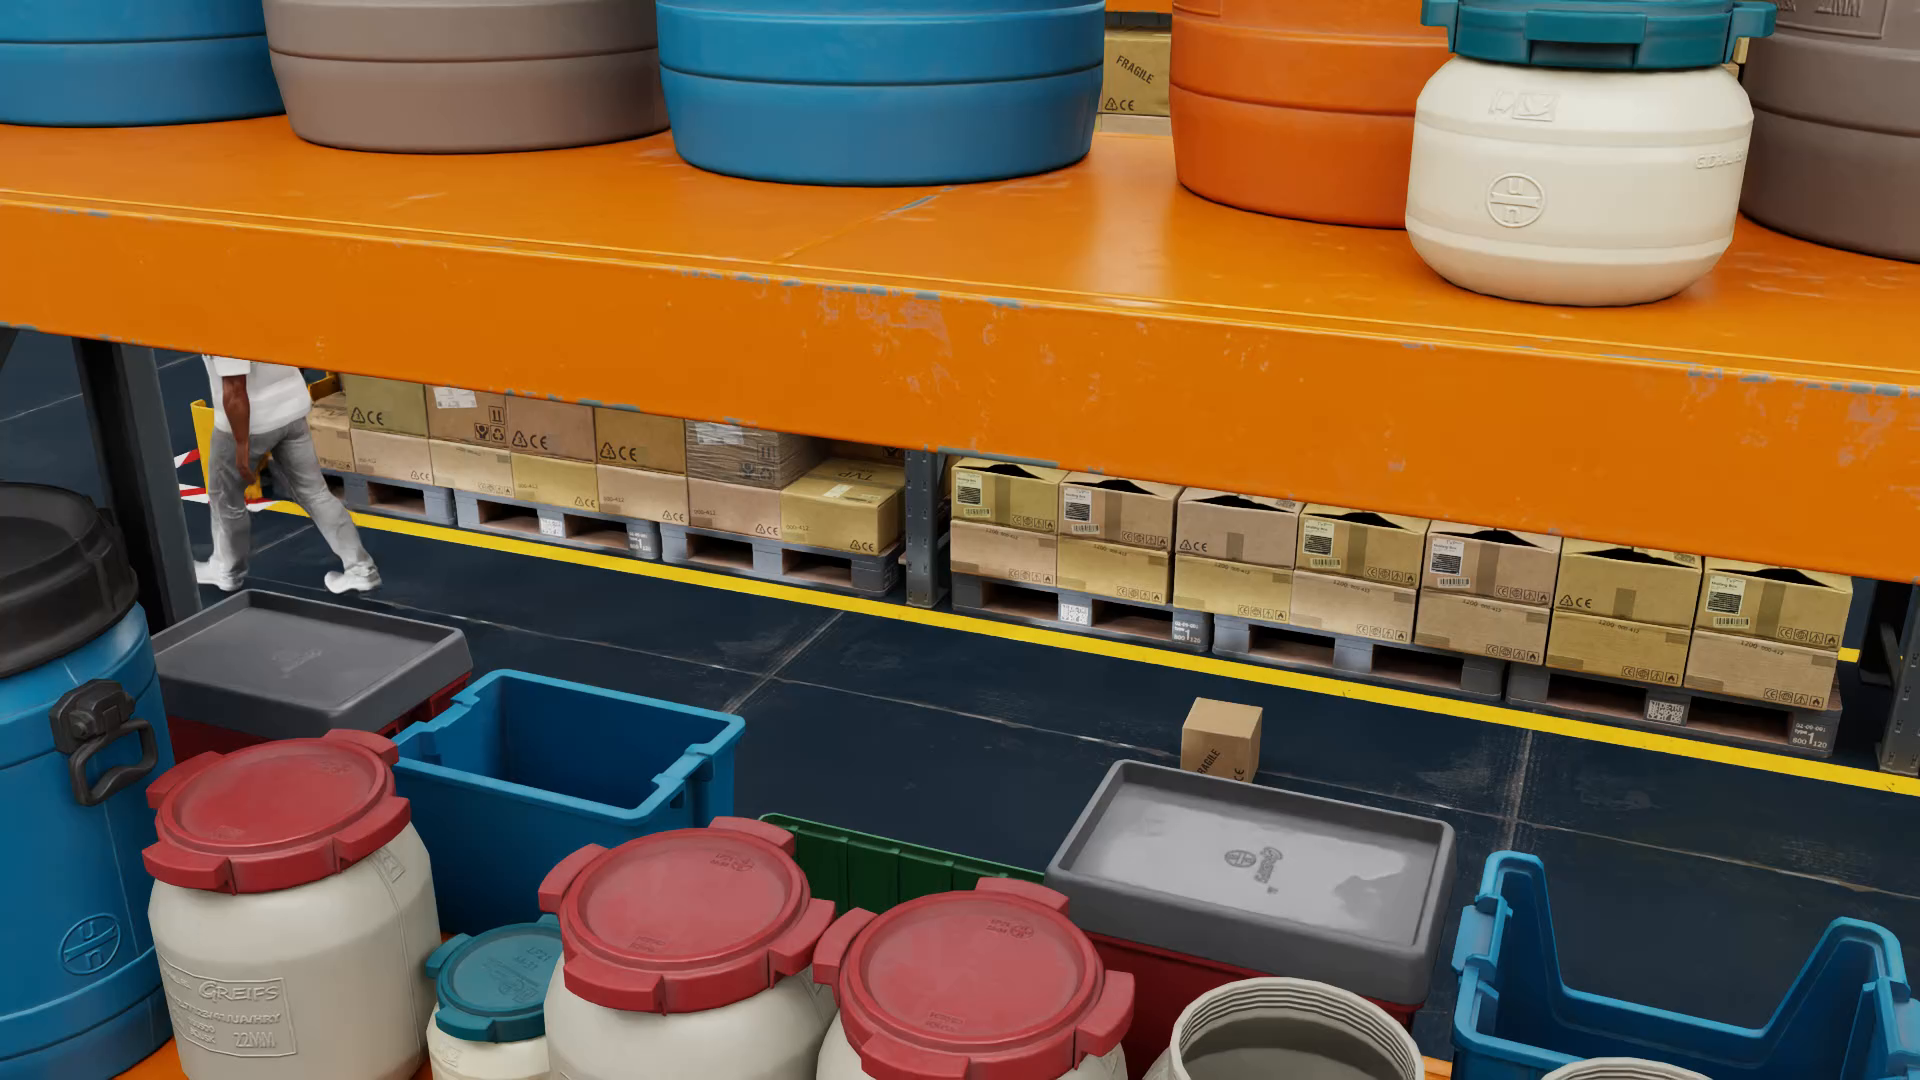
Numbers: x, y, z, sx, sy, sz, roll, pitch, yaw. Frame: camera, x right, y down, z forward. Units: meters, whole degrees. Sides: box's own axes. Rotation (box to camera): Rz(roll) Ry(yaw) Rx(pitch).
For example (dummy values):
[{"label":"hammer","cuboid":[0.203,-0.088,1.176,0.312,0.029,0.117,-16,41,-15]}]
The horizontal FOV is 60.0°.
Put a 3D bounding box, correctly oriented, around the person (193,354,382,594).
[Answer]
[{"label":"person","cuboid":[-3.132,-0.558,7.439,1.025,1.728,0.587,11,25,26]}]
